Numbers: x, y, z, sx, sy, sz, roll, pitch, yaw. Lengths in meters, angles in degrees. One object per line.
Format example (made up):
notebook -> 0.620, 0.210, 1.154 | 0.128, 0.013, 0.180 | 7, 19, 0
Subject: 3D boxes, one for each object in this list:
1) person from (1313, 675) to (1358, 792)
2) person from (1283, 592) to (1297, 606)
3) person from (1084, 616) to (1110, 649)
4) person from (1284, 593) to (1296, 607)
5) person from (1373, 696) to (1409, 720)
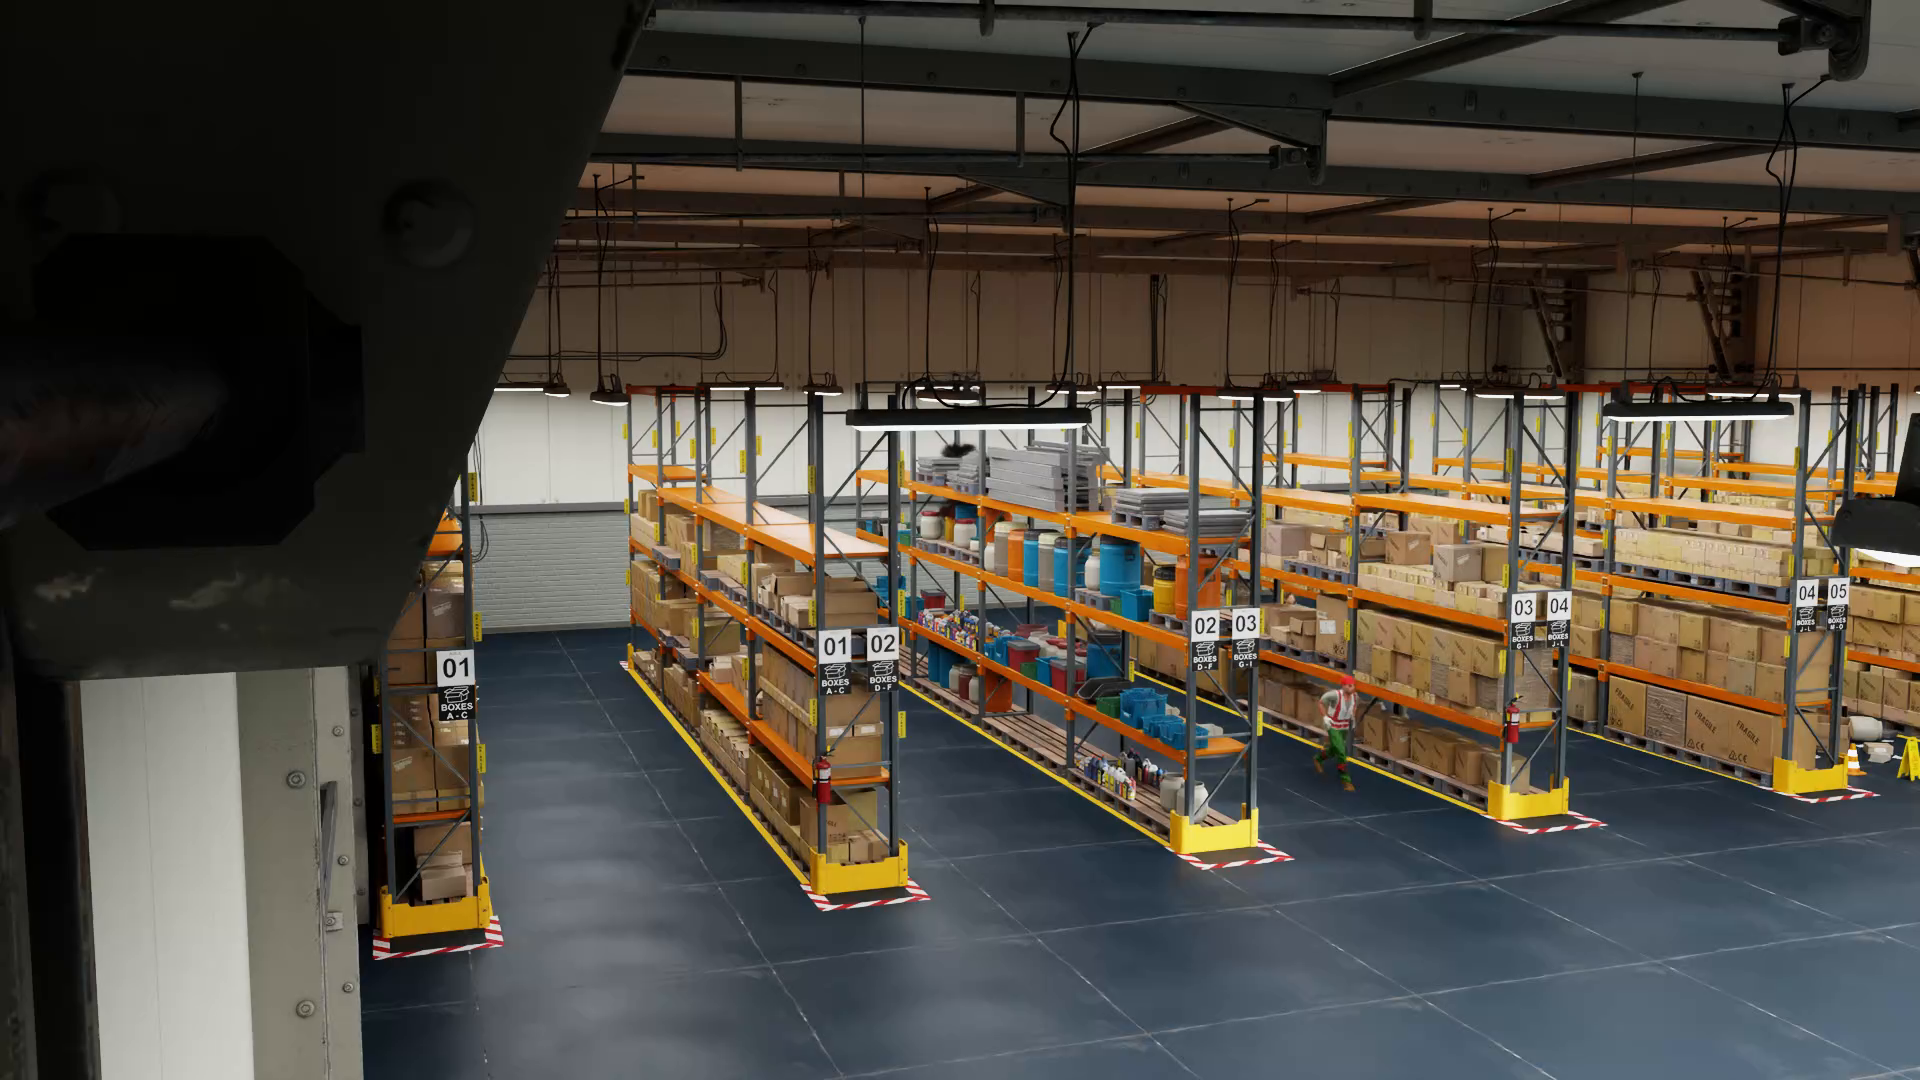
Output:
person -> 5.682, 2.882, 25.294 | 0.670, 1.780, 0.996 | -2, 6, -23
person -> 8.151, 1.270, 41.497 | 0.818, 1.599, 0.660 | 3, 7, 29
person -> 2.779, 1.750, 33.634 | 0.598, 1.666, 0.679 | -3, 6, -24
person -> 6.826, 1.922, 34.430 | 0.568, 1.678, 0.940 | -3, 6, -24
person -> 7.878, 2.349, 30.261 | 0.703, 1.801, 1.076 | -3, 7, -26
